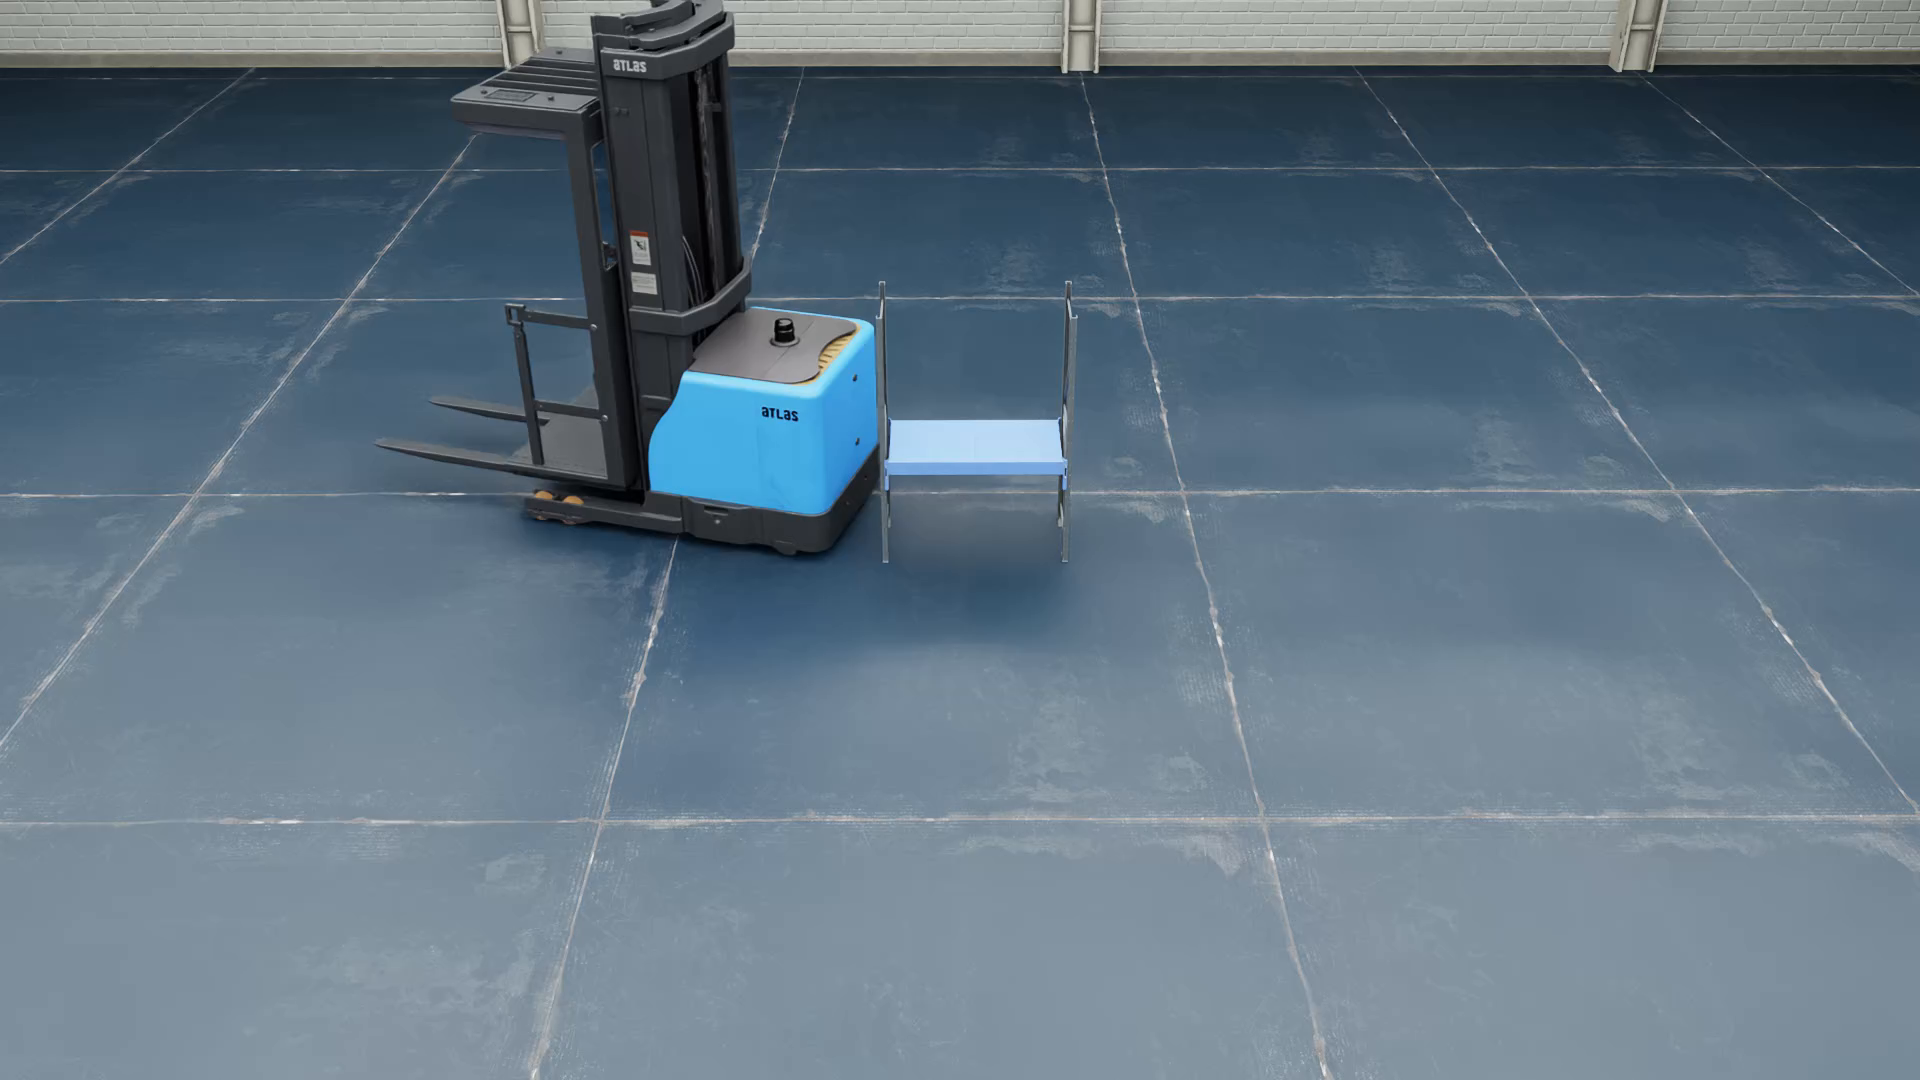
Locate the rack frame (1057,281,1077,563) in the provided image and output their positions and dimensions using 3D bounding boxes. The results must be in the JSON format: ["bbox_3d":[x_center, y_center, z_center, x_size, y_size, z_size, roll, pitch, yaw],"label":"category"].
[{"bbox_3d":[0.594,-0.643,9.253,0.032,1.500,0.500,0,31,0],"label":"rack frame"}]

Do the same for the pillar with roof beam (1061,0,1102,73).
[{"bbox_3d":[1.326,-6.737,12.069,0.400,9.000,9.100,0,31,0],"label":"pillar with roof beam"}]

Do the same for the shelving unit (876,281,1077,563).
[{"bbox_3d":[0.085,-0.641,9.251,1.048,1.500,0.538,0,31,0],"label":"shelving unit"}]

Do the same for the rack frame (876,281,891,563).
[{"bbox_3d":[-0.423,-0.640,9.248,0.032,1.500,0.500,0,31,0],"label":"rack frame"}]

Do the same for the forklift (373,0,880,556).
[{"bbox_3d":[-2.053,-1.593,9.440,3.031,2.935,1.130,9,32,14],"label":"forklift"}]

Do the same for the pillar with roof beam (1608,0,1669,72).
[{"bbox_3d":[7.326,-6.756,12.099,0.400,9.000,9.100,0,31,0],"label":"pillar with roof beam"}]

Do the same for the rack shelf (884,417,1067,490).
[{"bbox_3d":[0.085,-0.488,9.344,1.000,0.185,0.538,0,31,0],"label":"rack shelf"}]

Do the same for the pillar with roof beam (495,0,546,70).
[{"bbox_3d":[-4.674,-6.719,12.038,0.400,9.000,9.100,0,31,0],"label":"pillar with roof beam"}]
